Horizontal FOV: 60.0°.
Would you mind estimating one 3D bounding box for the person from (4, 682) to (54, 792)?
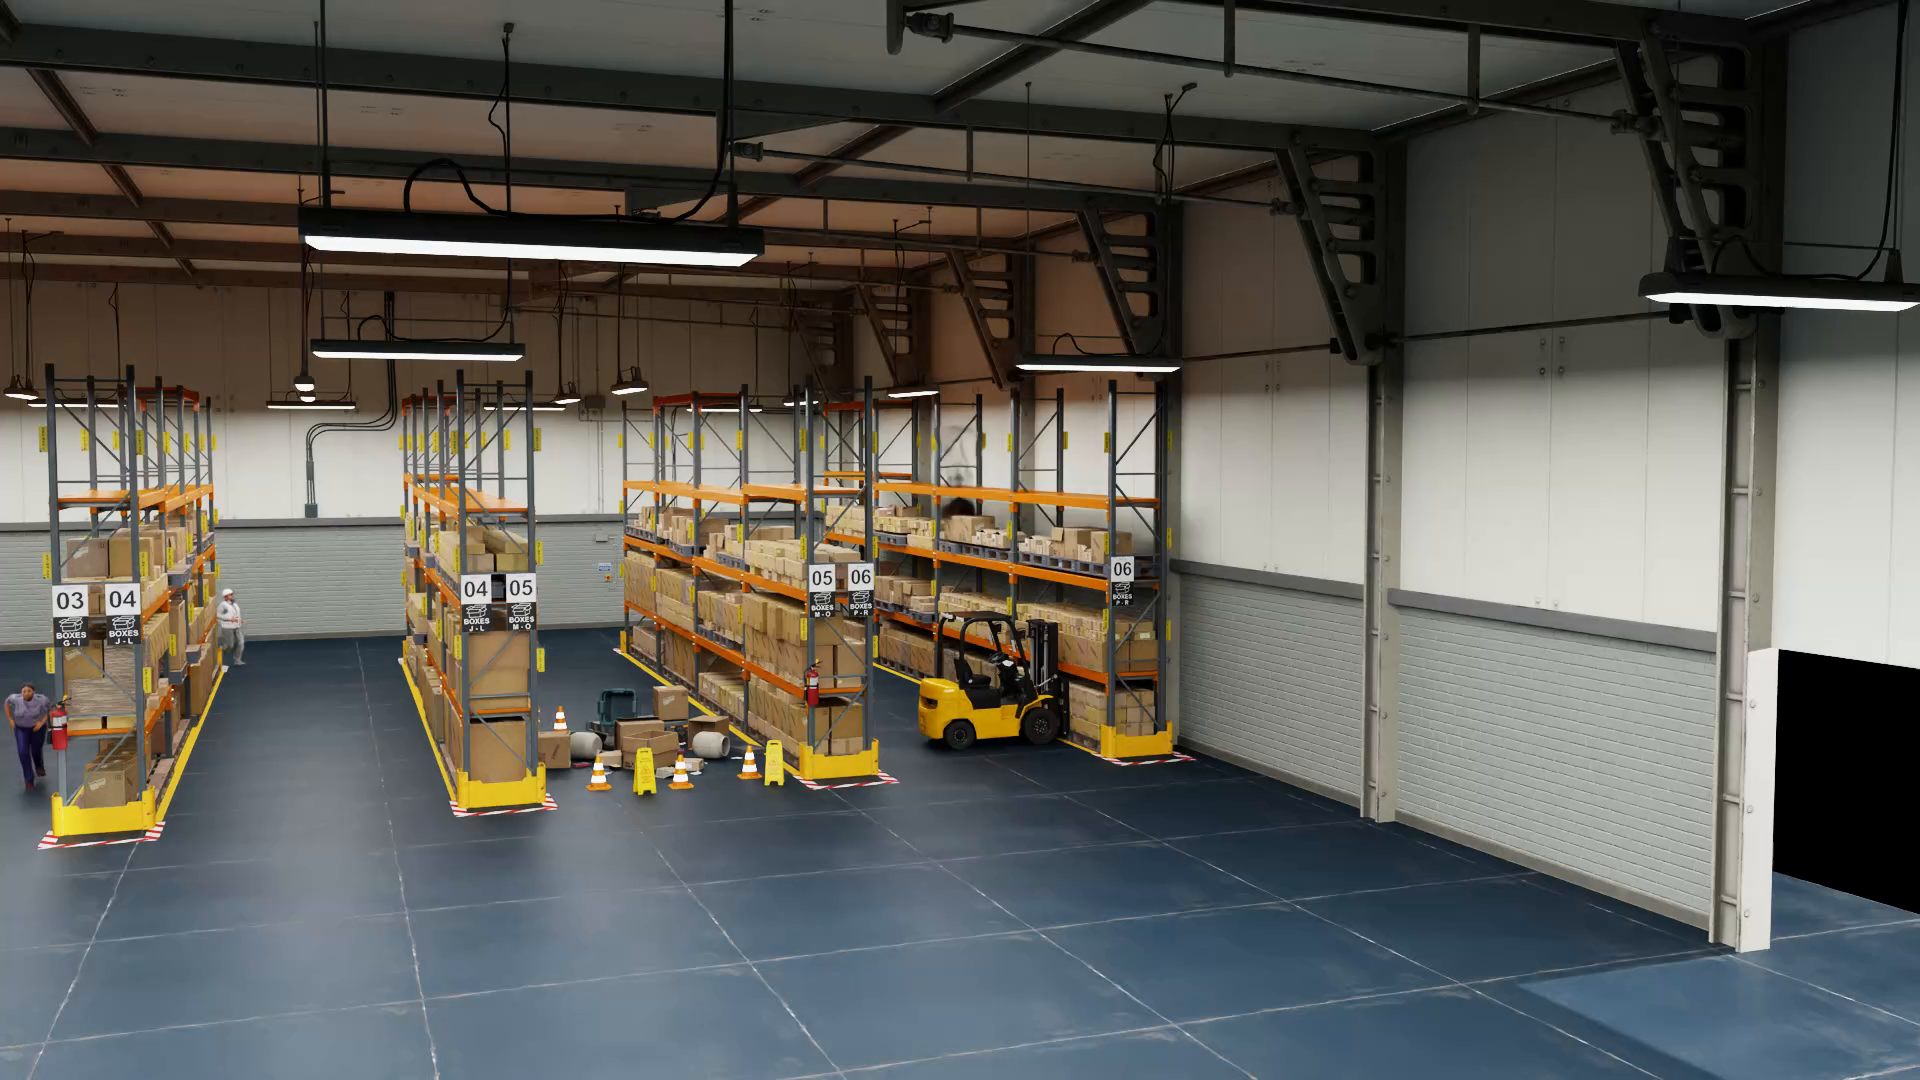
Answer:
[{"bbox_3d":[-13.546,2.827,24.248,0.644,1.612,0.978,-1,4,-21],"label":"person"}]

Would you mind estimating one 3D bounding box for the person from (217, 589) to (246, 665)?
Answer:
[{"bbox_3d":[-16.391,1.955,37.338,0.763,1.732,0.668,1,3,17],"label":"person"}]
